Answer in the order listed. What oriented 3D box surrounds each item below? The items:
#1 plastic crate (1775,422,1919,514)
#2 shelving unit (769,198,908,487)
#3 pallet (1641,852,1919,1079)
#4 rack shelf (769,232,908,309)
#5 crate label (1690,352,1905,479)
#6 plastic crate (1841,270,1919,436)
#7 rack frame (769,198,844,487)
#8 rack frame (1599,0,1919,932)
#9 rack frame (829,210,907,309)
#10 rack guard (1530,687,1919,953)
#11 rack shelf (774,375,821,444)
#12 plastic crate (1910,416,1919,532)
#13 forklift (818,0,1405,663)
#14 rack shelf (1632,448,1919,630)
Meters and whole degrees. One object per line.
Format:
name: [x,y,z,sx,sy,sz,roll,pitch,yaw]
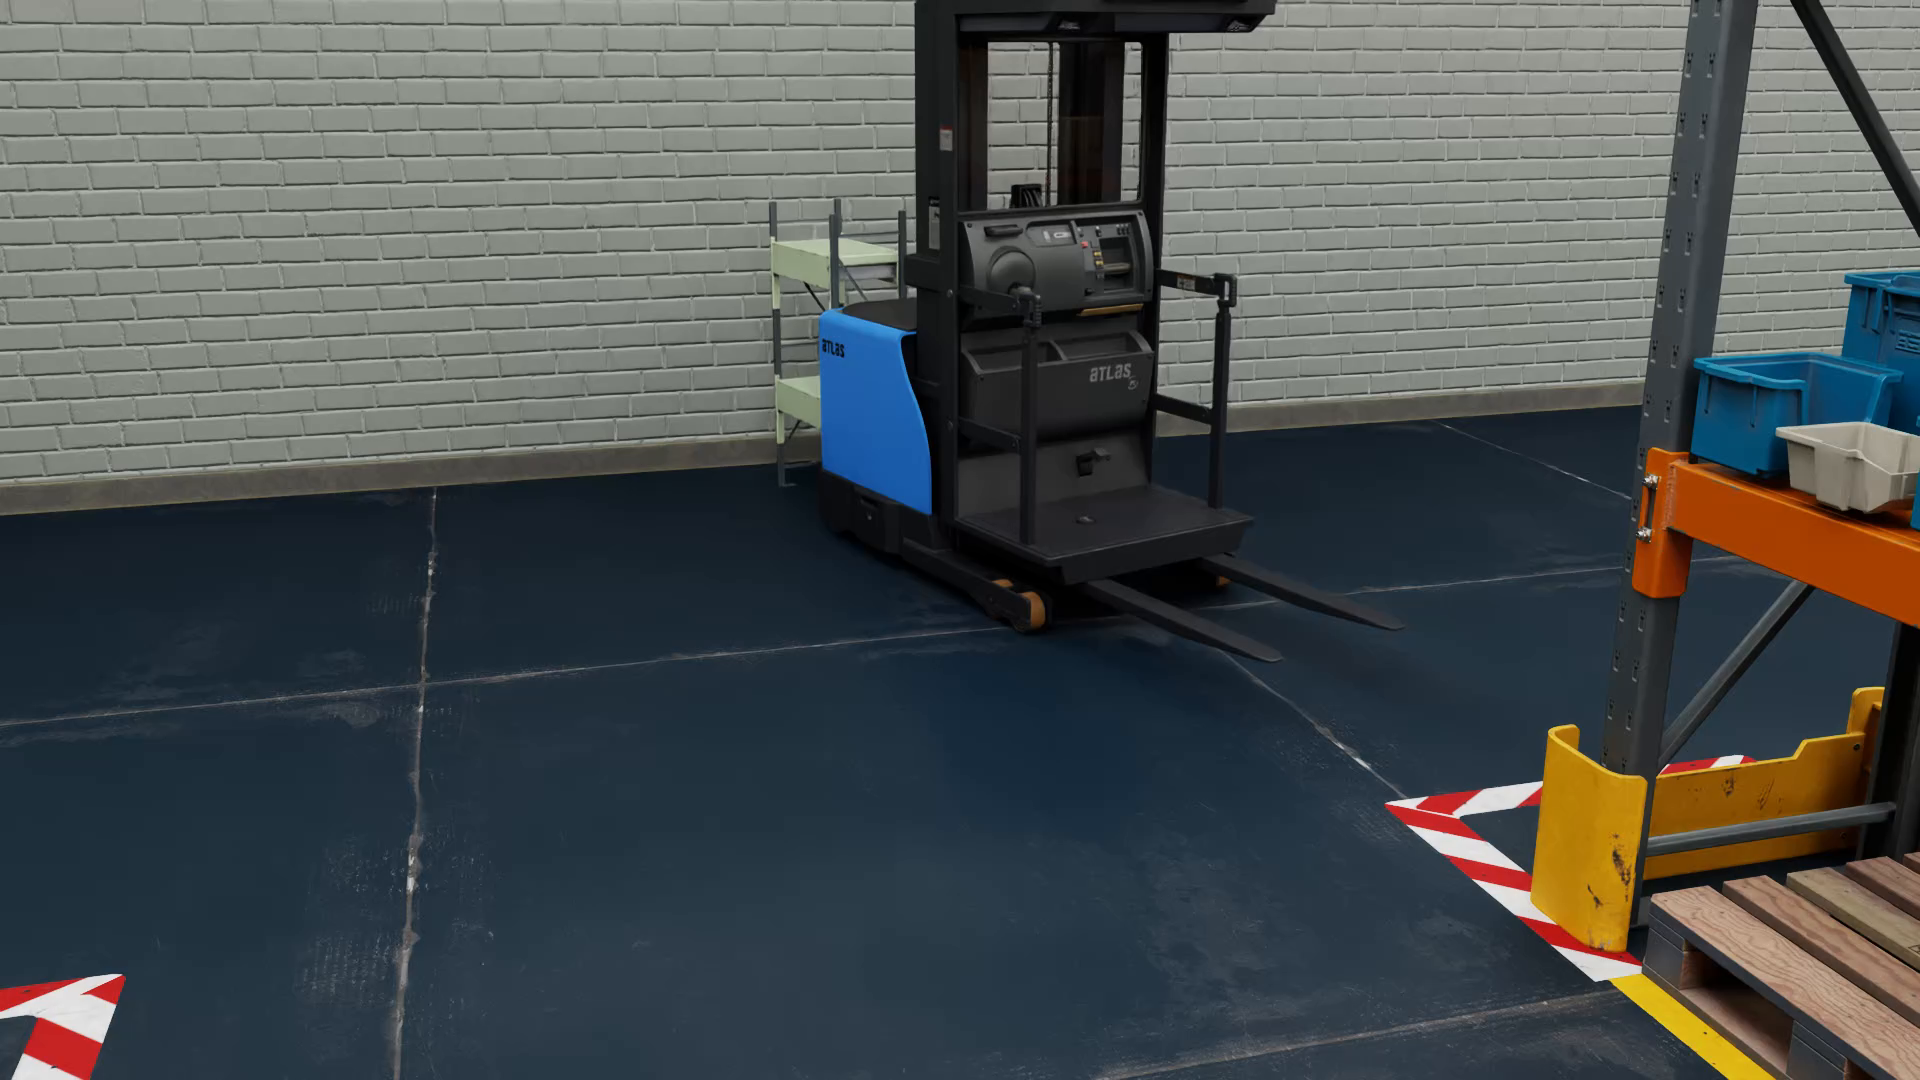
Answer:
plastic crate: [1.956,-0.152,3.597,0.250,0.136,0.298,-5,17,-15]
shelving unit: [-0.618,-0.941,8.477,0.431,1.500,0.755,-9,19,-28]
pallet: [2.386,1.128,3.830,1.003,0.211,1.213,-5,17,-15]
rack shelf: [-0.618,-1.314,8.364,0.431,0.370,0.720,-9,19,-28]
crate label: [1.948,-0.293,3.900,0.416,0.233,0.303,-5,17,-15]
plastic crate: [2.468,-0.406,3.925,0.616,0.435,0.499,-5,17,-15]
rack frame: [-0.796,-1.033,8.783,0.400,1.500,0.023,-9,19,-28]
rack frame: [2.196,-0.439,4.198,1.000,3.000,0.127,-5,17,-15]
rack frame: [-0.439,-0.849,8.171,0.400,1.500,0.023,-9,19,-28]
rack guard: [2.177,0.753,4.577,1.175,0.500,0.348,-5,17,-15]
rack shelf: [-0.618,-0.628,8.571,0.431,0.370,0.720,-9,19,-28]
plastic crate: [2.129,-0.111,3.294,0.416,0.233,0.300,-5,17,-15]
forklift: [0.539,-1.185,6.802,1.130,2.935,3.031,-11,20,-31]
rack shelf: [2.746,0.459,2.460,1.077,0.370,4.000,-5,17,-15]
